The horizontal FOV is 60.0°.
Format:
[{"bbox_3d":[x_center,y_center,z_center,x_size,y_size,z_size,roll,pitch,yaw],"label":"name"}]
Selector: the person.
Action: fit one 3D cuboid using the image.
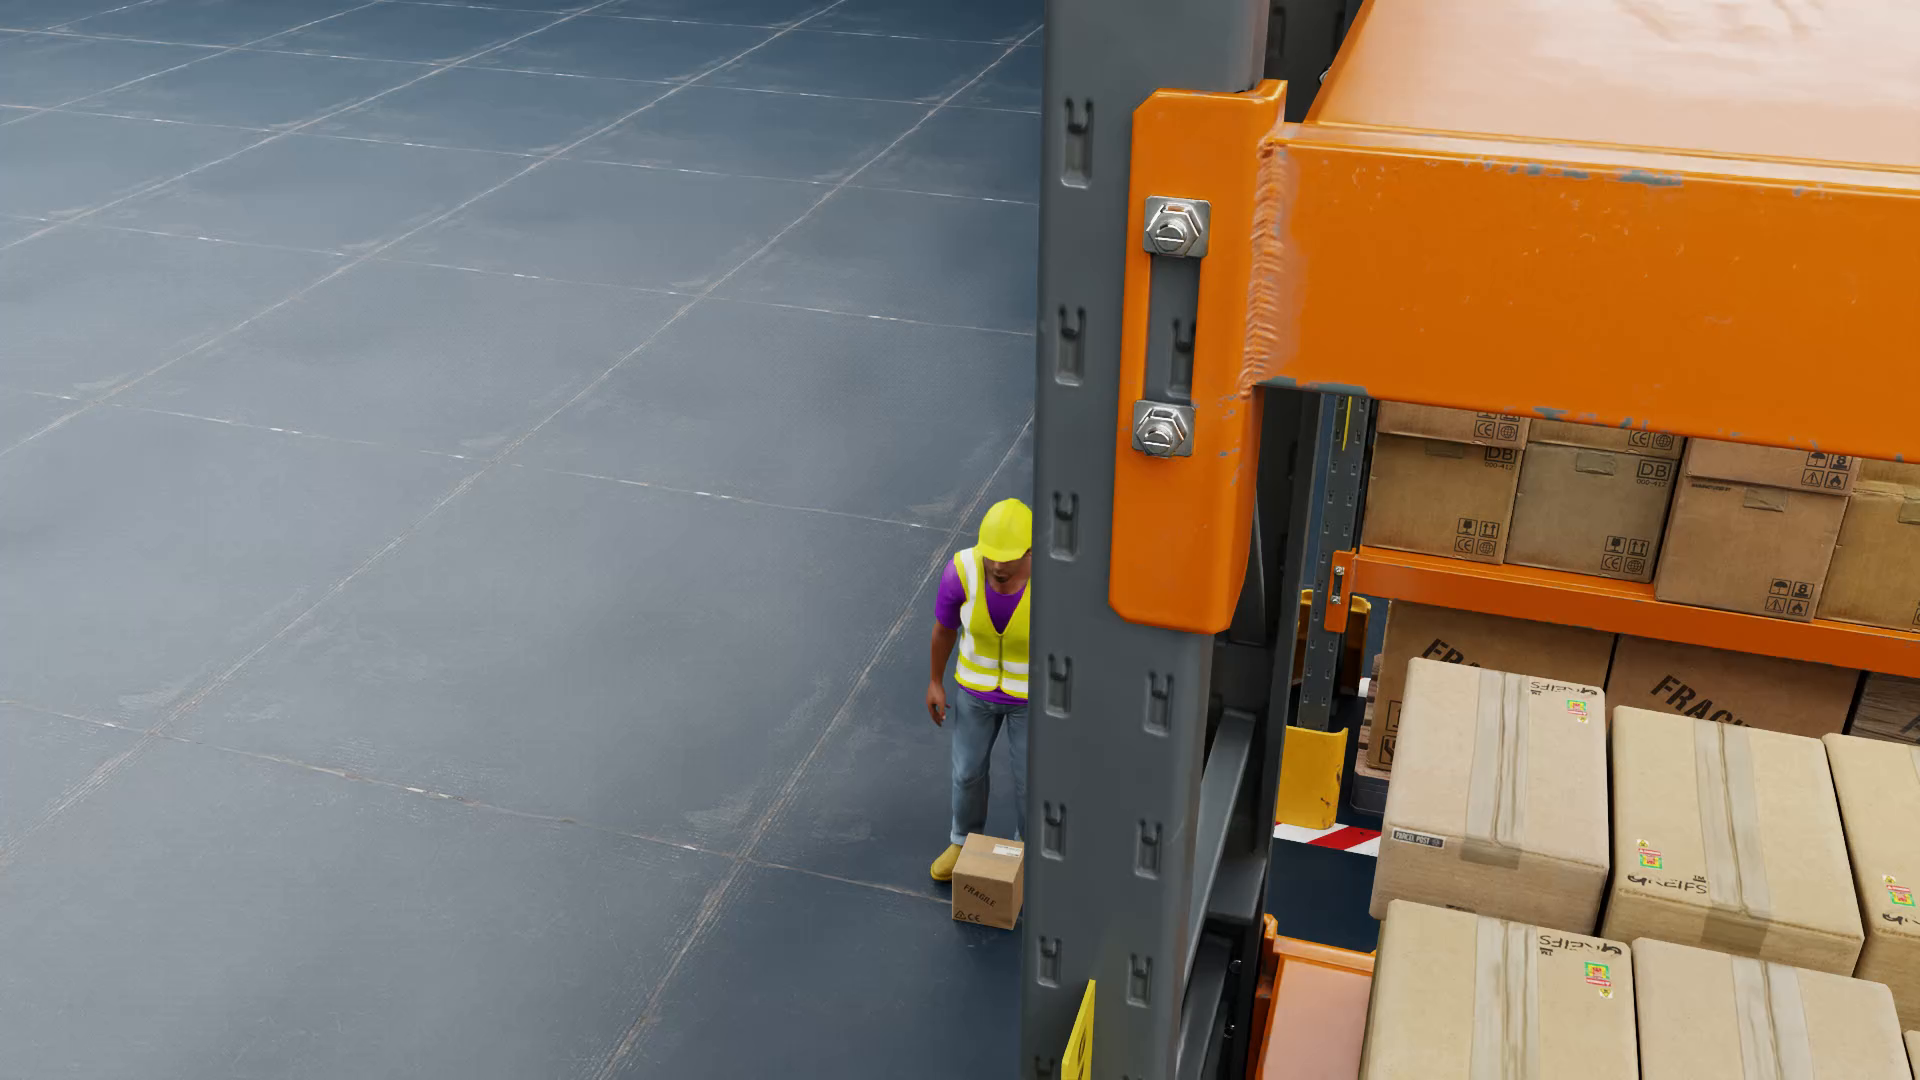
[{"bbox_3d":[0.173,0.605,6.518,0.623,1.761,0.456,9,30,15],"label":"person"}]
